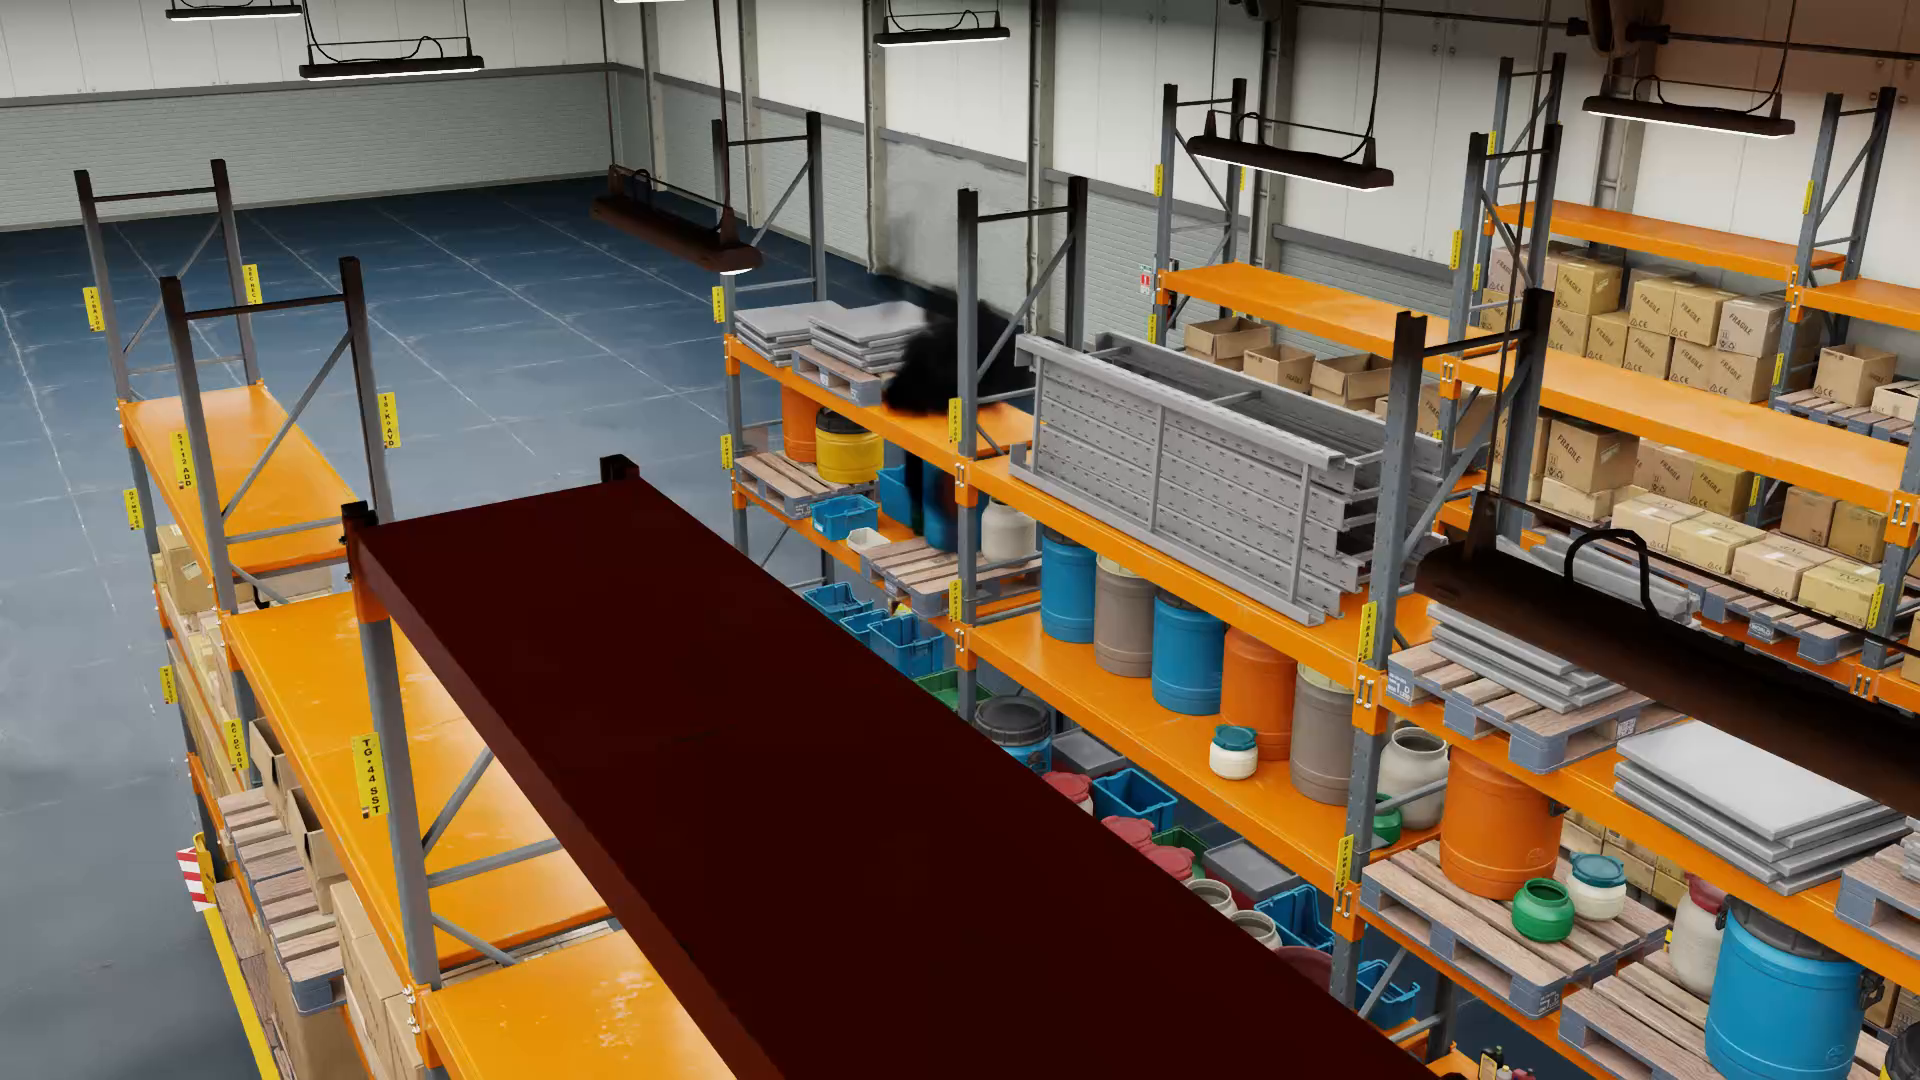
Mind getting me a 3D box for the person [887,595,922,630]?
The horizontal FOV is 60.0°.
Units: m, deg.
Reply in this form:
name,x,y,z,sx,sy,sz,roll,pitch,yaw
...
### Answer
name,x,y,z,sx,sy,sz,roll,pitch,yaw
person,-0.588,0.758,17.184,0.635,1.809,0.695,20,29,40
